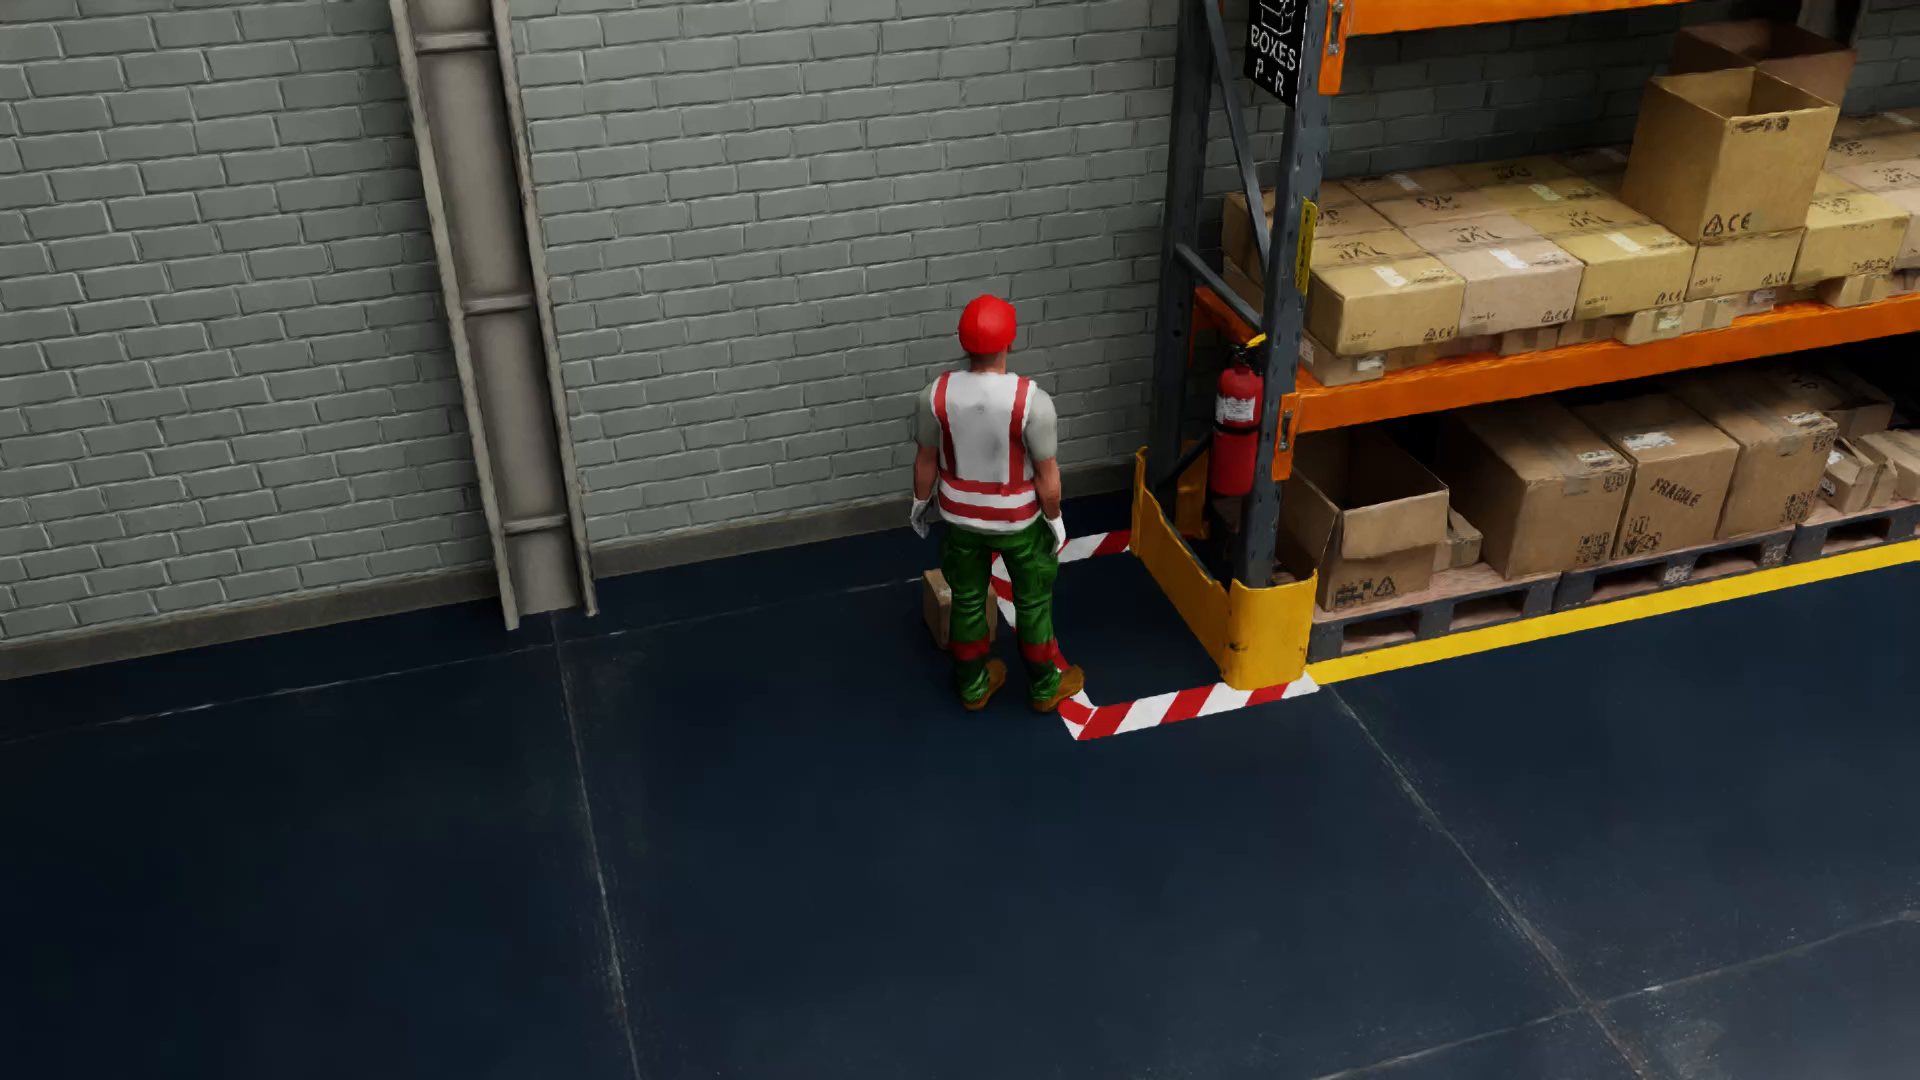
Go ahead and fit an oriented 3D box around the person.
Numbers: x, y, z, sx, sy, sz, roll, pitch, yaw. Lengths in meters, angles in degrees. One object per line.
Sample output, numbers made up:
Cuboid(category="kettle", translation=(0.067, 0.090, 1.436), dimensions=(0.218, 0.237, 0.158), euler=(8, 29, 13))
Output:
Cuboid(category="person", translation=(0.152, -0.112, 6.273), dimensions=(0.672, 1.795, 0.395), euler=(7, 34, 11))
